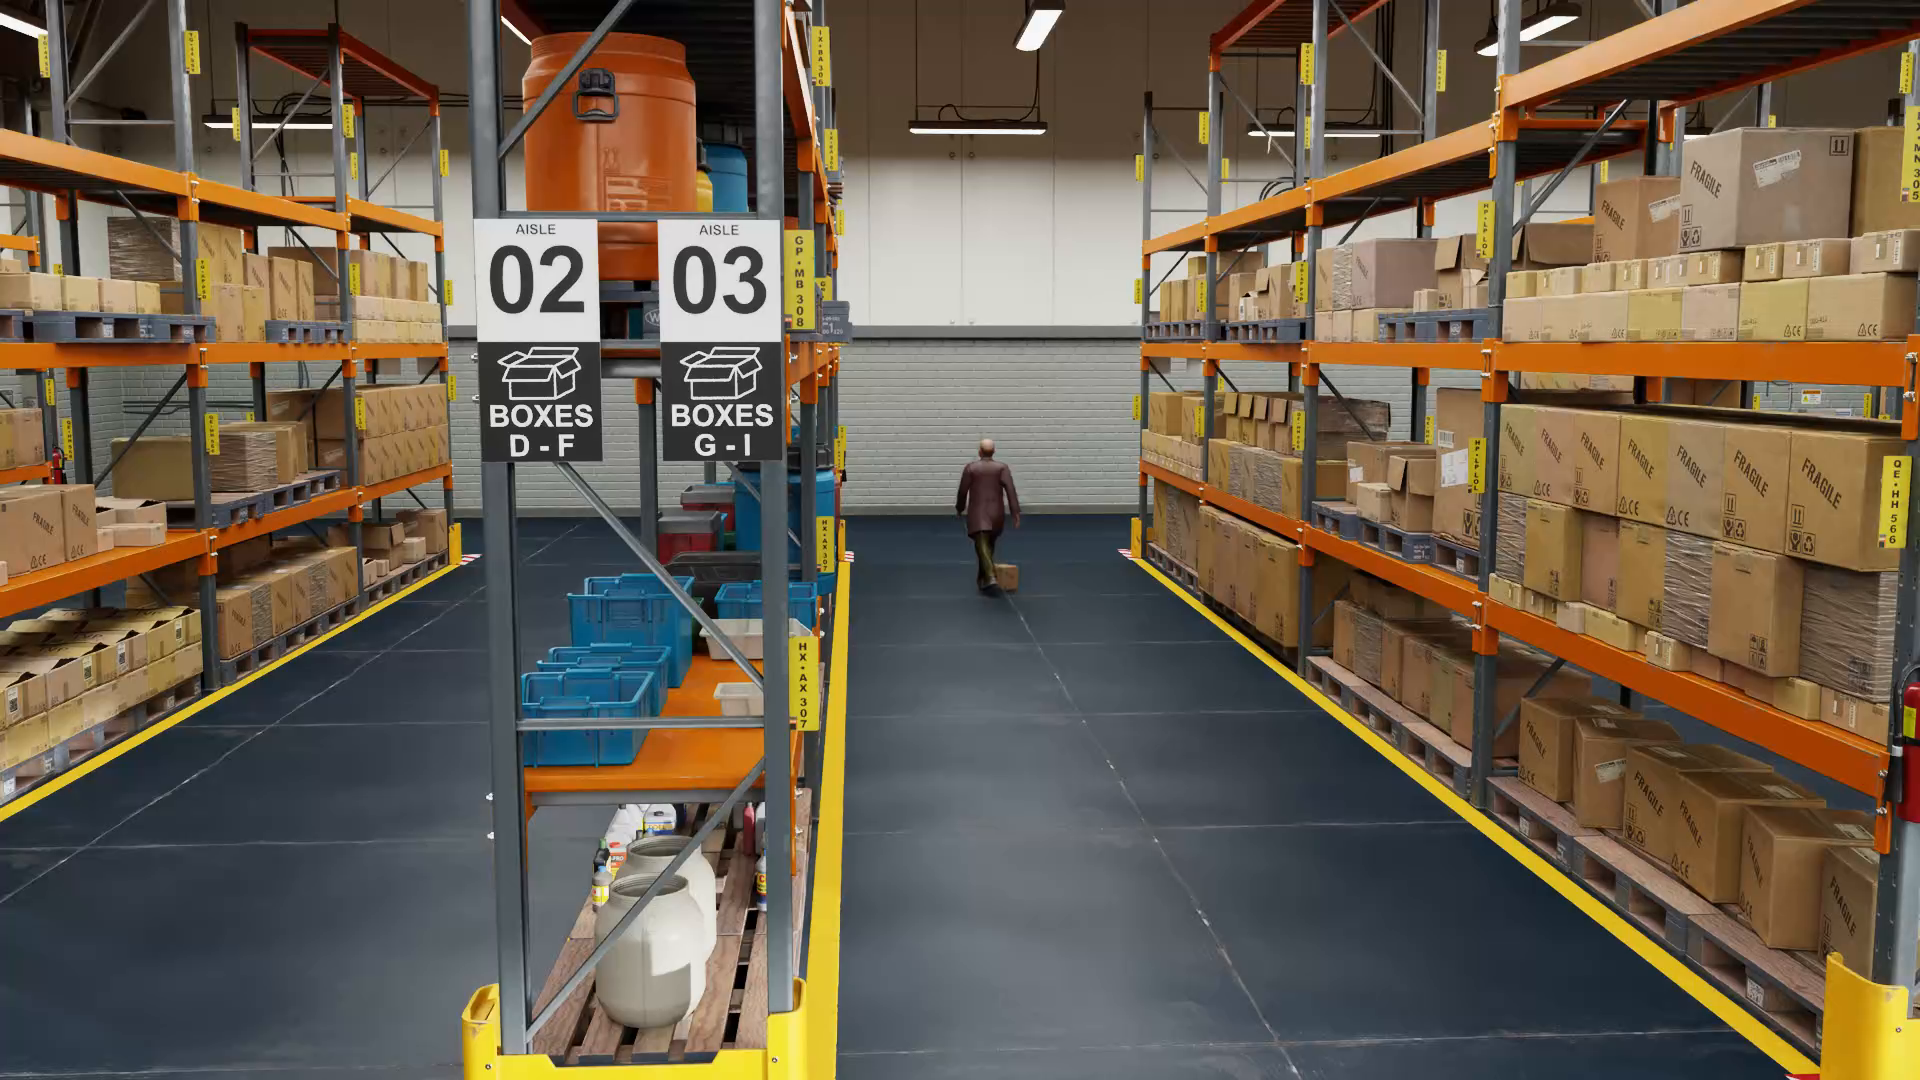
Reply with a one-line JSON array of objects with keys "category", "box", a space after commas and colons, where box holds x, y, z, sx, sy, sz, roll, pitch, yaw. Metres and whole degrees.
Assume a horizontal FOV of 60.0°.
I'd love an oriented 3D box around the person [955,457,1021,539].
[{"category": "person", "box": [0.314, -0.479, 18.960, 0.667, 0.955, 0.539, -2, 7, -14]}]
